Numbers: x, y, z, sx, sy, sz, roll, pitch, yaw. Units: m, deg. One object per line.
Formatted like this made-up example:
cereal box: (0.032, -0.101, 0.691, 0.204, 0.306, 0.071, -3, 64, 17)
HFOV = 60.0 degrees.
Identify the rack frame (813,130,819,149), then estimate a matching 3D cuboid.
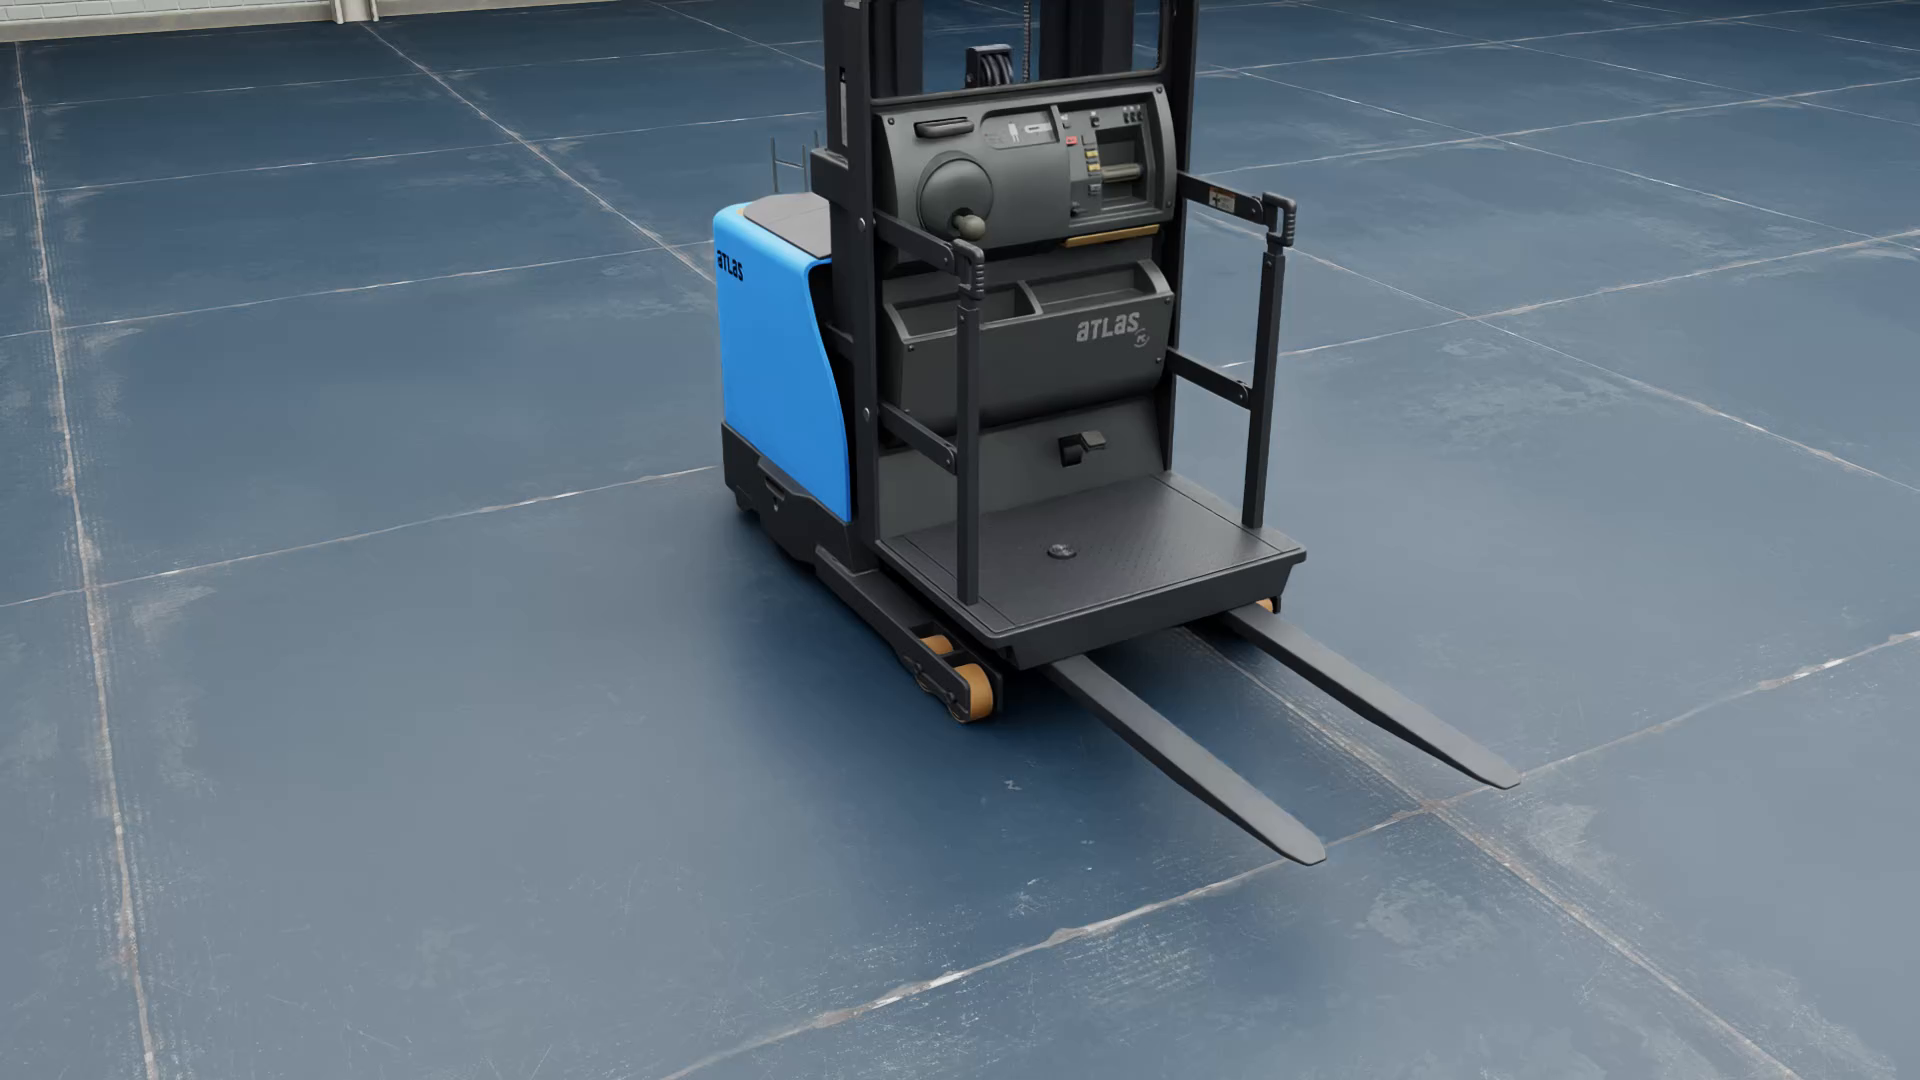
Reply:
rack frame: (-0.447, -0.921, 6.266, 0.006, 1.200, 0.240, -18, 28, -32)

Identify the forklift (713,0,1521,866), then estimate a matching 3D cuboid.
forklift: (0.318, -1.033, 4.516, 1.130, 2.935, 3.031, -14, 29, -27)

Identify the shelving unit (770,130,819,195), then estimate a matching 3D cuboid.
shelving unit: (-0.521, -0.897, 6.217, 0.189, 1.200, 0.258, -18, 28, -32)

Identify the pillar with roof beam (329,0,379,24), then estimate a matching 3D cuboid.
pillar with roof beam: (-3.966, -7.568, 11.115, 0.400, 9.000, 9.100, -13, 29, -25)

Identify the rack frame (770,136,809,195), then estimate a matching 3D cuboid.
rack frame: (-0.595, -0.874, 6.168, 0.006, 1.200, 0.240, -18, 28, -32)
